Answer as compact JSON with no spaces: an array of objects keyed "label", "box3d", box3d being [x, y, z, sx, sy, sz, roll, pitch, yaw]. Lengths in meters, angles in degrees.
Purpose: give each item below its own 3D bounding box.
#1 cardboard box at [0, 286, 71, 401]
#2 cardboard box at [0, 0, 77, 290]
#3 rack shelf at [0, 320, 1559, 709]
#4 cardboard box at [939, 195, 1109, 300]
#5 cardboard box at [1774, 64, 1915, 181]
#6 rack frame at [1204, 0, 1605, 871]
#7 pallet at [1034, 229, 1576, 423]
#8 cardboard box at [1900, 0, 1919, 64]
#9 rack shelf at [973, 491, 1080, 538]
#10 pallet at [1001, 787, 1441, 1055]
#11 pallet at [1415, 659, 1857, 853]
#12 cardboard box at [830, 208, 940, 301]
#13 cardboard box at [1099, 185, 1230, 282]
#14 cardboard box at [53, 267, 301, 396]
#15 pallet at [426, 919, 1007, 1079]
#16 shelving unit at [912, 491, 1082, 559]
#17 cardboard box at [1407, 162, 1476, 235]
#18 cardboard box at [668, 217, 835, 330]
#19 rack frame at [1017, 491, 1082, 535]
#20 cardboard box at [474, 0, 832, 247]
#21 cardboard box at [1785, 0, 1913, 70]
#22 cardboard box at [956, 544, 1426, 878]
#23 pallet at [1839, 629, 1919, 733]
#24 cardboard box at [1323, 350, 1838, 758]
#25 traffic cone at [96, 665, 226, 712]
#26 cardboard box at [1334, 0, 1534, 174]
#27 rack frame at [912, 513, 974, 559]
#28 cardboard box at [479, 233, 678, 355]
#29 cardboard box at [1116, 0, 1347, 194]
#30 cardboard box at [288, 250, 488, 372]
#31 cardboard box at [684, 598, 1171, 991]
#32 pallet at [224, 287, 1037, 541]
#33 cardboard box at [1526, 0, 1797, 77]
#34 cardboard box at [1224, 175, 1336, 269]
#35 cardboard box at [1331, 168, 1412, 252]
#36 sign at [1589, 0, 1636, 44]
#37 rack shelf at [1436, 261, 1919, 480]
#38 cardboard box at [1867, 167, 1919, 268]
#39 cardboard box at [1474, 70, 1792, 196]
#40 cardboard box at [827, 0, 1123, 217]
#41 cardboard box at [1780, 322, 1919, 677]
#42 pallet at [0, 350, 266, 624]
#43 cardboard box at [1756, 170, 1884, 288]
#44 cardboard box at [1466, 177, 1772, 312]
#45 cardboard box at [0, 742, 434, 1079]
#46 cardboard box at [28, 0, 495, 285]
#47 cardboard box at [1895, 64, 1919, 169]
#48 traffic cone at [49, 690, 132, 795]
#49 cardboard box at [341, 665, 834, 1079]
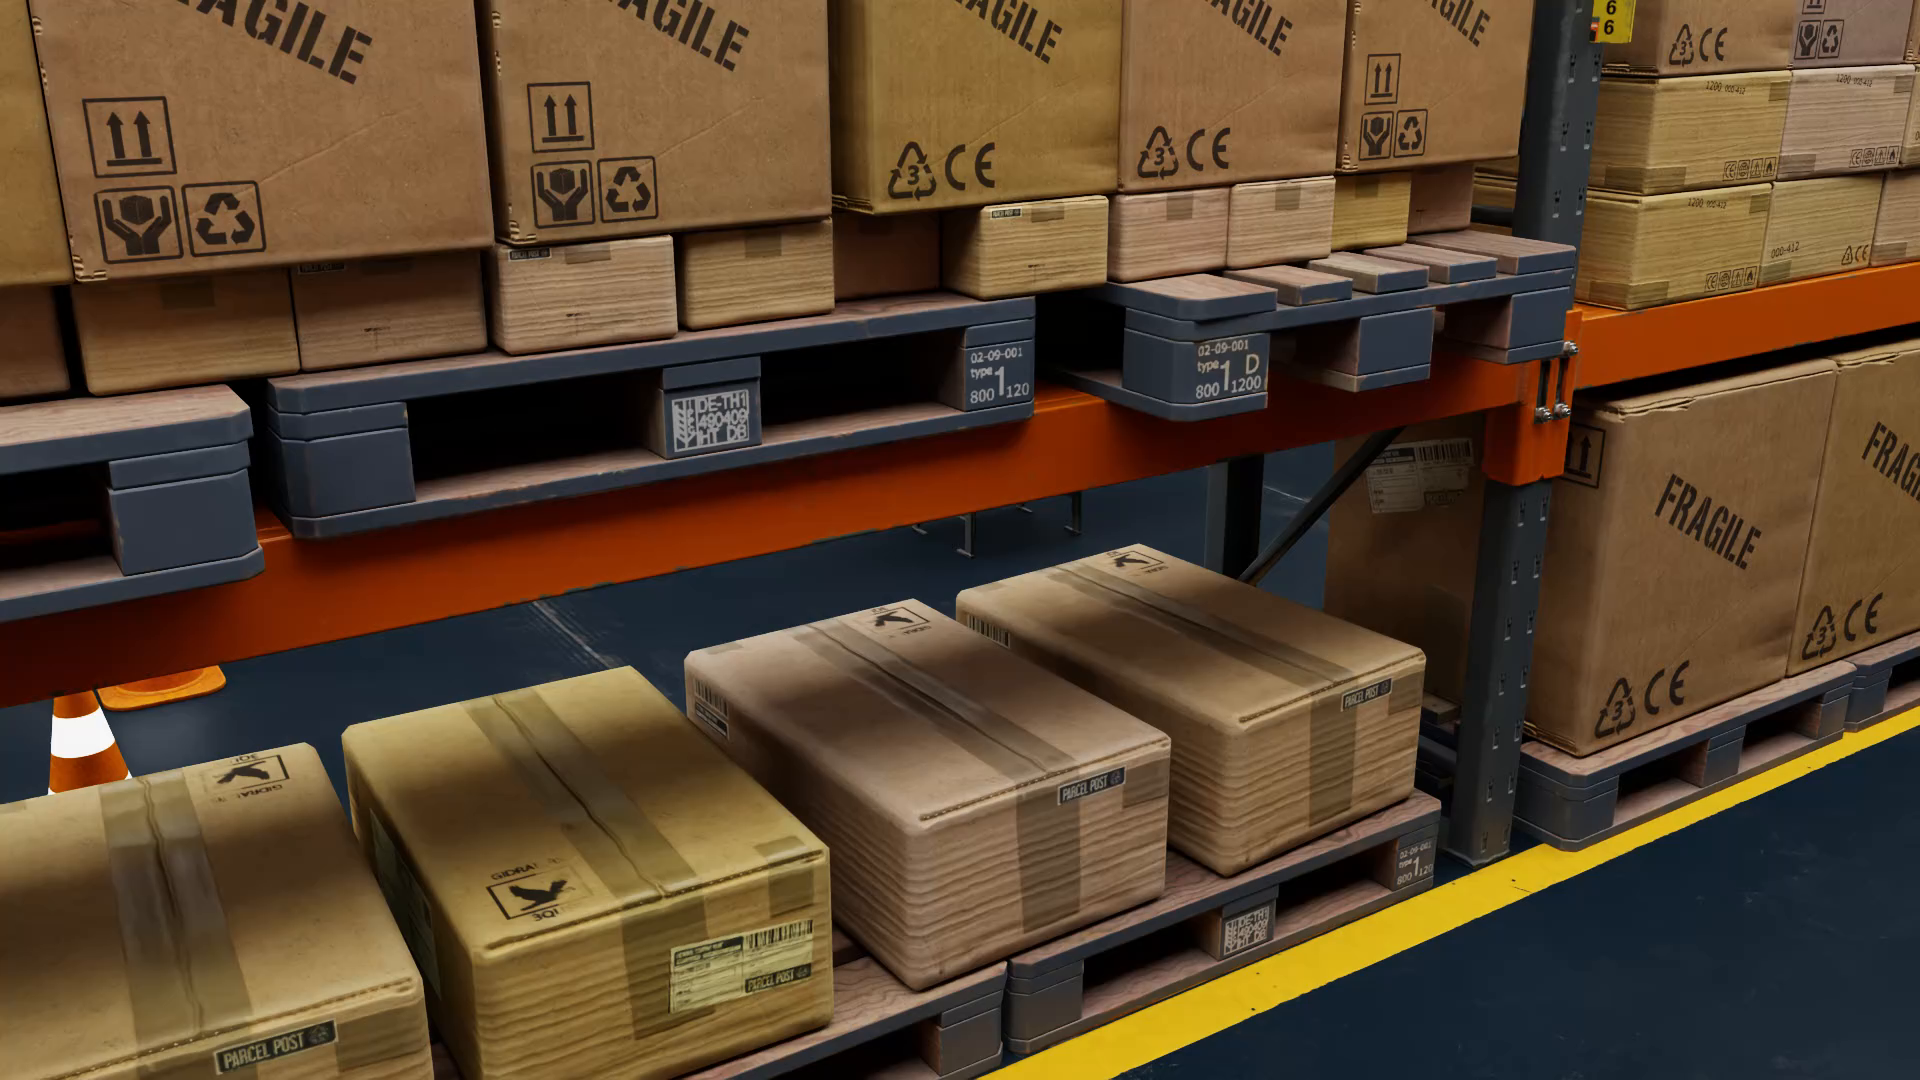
[{"label":"cardboard box","box3d":[-1.304,-0.284,2.137,0.250,0.149,0.380,-10,21,-28]},{"label":"cardboard box","box3d":[-1.380,-0.560,1.943,0.500,0.500,0.500,-12,22,-31]},{"label":"rack shelf","box3d":[-0.677,-0.090,2.952,4.000,0.370,1.077,-12,22,-31]},{"label":"cardboard box","box3d":[0.042,-0.525,2.852,0.250,0.149,0.380,-11,22,-30]},{"label":"cardboard box","box3d":[1.984,-1.063,4.160,0.500,0.250,0.500,-11,22,-30]},{"label":"rack frame","box3d":[0.993,-0.784,3.879,0.127,3.000,1.000,-12,22,-31]},{"label":"pallet","box3d":[0.457,-0.539,3.454,1.003,0.211,1.213,-12,22,-31]},{"label":"cardboard box","box3d":[2.389,-1.503,4.290,0.500,0.500,0.500,-11,22,-30]},{"label":"rack shelf","box3d":[0.138,-0.348,6.223,0.480,0.518,0.431,-12,22,-31]},{"label":"pallet","box3d":[0.340,0.675,3.919,1.213,0.211,1.003,-12,22,-31]},{"label":"pallet","box3d":[1.693,0.419,4.677,1.213,0.211,1.003,-12,22,-31]},{"label":"cardboard box","box3d":[-0.237,-0.515,2.821,0.250,0.149,0.380,-12,22,-31]},{"label":"cardboard box","box3d":[0.264,-0.578,3.006,0.250,0.149,0.380,-13,23,-34]},{"label":"cardboard box","box3d":[-1.066,-0.318,2.238,0.250,0.149,0.380,-12,22,-31]},{"label":"pallet","box3d":[-0.678,0.888,3.288,1.213,0.211,1.003,-12,22,-31]},{"label":"shelving unit","box3d":[0.138,-1.024,5.995,0.503,2.100,0.431,-12,22,-31]},{"label":"cardboard box","box3d":[0.849,-0.743,3.495,0.250,0.149,0.380,-11,22,-29]},{"label":"cardboard box","box3d":[-0.402,-0.449,2.625,0.250,0.149,0.380,-13,22,-33]},{"label":"rack frame","box3d":[0.342,-1.067,6.122,0.015,2.100,0.400,-12,22,-31]},{"label":"cardboard box","box3d":[-0.537,-0.737,2.466,0.500,0.500,0.500,-13,23,-34]},{"label":"cardboard box","box3d":[1.949,-1.416,4.032,0.500,0.500,0.500,-12,22,-31]},{"label":"cardboard box","box3d":[0.516,0.359,3.946,0.625,0.372,0.950,-14,23,-35]},{"label":"pallet","box3d":[2.711,0.205,5.308,1.213,0.211,1.003,-12,22,-31]},{"label":"cardboard box","box3d":[1.616,-0.075,4.446,0.875,0.875,0.875,-12,22,-32]},{"label":"traffic cone","box3d":[-2.390,0.211,4.897,0.334,0.463,0.336,-12,22,-31]},{"label":"cardboard box","box3d":[0.766,-1.016,3.291,0.500,0.500,0.500,-13,22,-33]},{"label":"rack frame","box3d":[-0.066,-0.981,5.868,0.015,2.100,0.400,-12,22,-31]},{"label":"cardboard box","box3d":[-0.608,-0.394,2.463,0.250,0.149,0.380,-11,22,-29]},{"label":"cardboard box","box3d":[0.341,-0.922,3.013,0.500,0.500,0.500,-12,22,-32]},{"label":"cardboard box","box3d":[-0.859,-0.361,2.365,0.250,0.149,0.380,-12,22,-31]},{"label":"cardboard box","box3d":[-0.096,0.491,3.555,0.625,0.372,0.950,-12,22,-32]},{"label":"pallet","box3d":[-0.638,-0.333,2.846,1.213,0.211,1.003,-12,22,-31]},{"label":"cardboard box","box3d":[1.540,-1.326,3.766,0.500,0.500,0.500,-13,22,-33]},{"label":"cardboard box","box3d":[0.479,-0.620,3.131,0.250,0.149,0.380,-12,22,-32]},{"label":"cardboard box","box3d":[0.665,-0.676,3.298,0.250,0.149,0.380,-12,22,-31]},{"label":"sign","box3d":[1.300,-1.151,3.282,0.005,0.325,0.100,-12,22,-31]},{"label":"rack shelf","box3d":[2.664,-0.795,5.036,4.000,0.370,1.077,-12,22,-31]},{"label":"cardboard box","box3d":[2.401,-0.917,4.509,0.500,0.250,0.500,-11,22,-30]},{"label":"cardboard box","box3d":[1.552,-0.973,3.891,0.500,0.250,0.500,-12,22,-32]},{"label":"cardboard box","box3d":[-0.080,-0.833,2.749,0.500,0.500,0.500,-14,23,-35]},{"label":"cardboard box","box3d":[2.363,-0.231,4.907,0.875,0.875,0.875,-12,22,-31]},{"label":"pallet","box3d":[-1.629,-0.084,2.109,1.213,0.211,1.003,-12,22,-31]},{"label":"cardboard box","box3d":[1.959,-0.827,4.240,0.500,0.250,0.500,-13,22,-33]},{"label":"cardboard box","box3d":[1.540,-0.731,3.959,0.500,0.250,0.500,-12,22,-32]},{"label":"cardboard box","box3d":[-1.312,0.746,2.801,0.625,0.372,0.950,-10,21,-28]},{"label":"cardboard box","box3d":[-0.960,-0.644,2.189,0.500,0.500,0.500,-12,22,-32]},{"label":"cardboard box","box3d":[2.408,-1.148,4.410,0.500,0.250,0.500,-12,22,-32]},{"label":"traffic cone","box3d":[-2.082,0.530,3.955,0.334,0.463,0.336,-12,22,-31]},{"label":"cardboard box","box3d":[-0.733,0.623,3.165,0.625,0.372,0.950,-11,22,-30]}]
